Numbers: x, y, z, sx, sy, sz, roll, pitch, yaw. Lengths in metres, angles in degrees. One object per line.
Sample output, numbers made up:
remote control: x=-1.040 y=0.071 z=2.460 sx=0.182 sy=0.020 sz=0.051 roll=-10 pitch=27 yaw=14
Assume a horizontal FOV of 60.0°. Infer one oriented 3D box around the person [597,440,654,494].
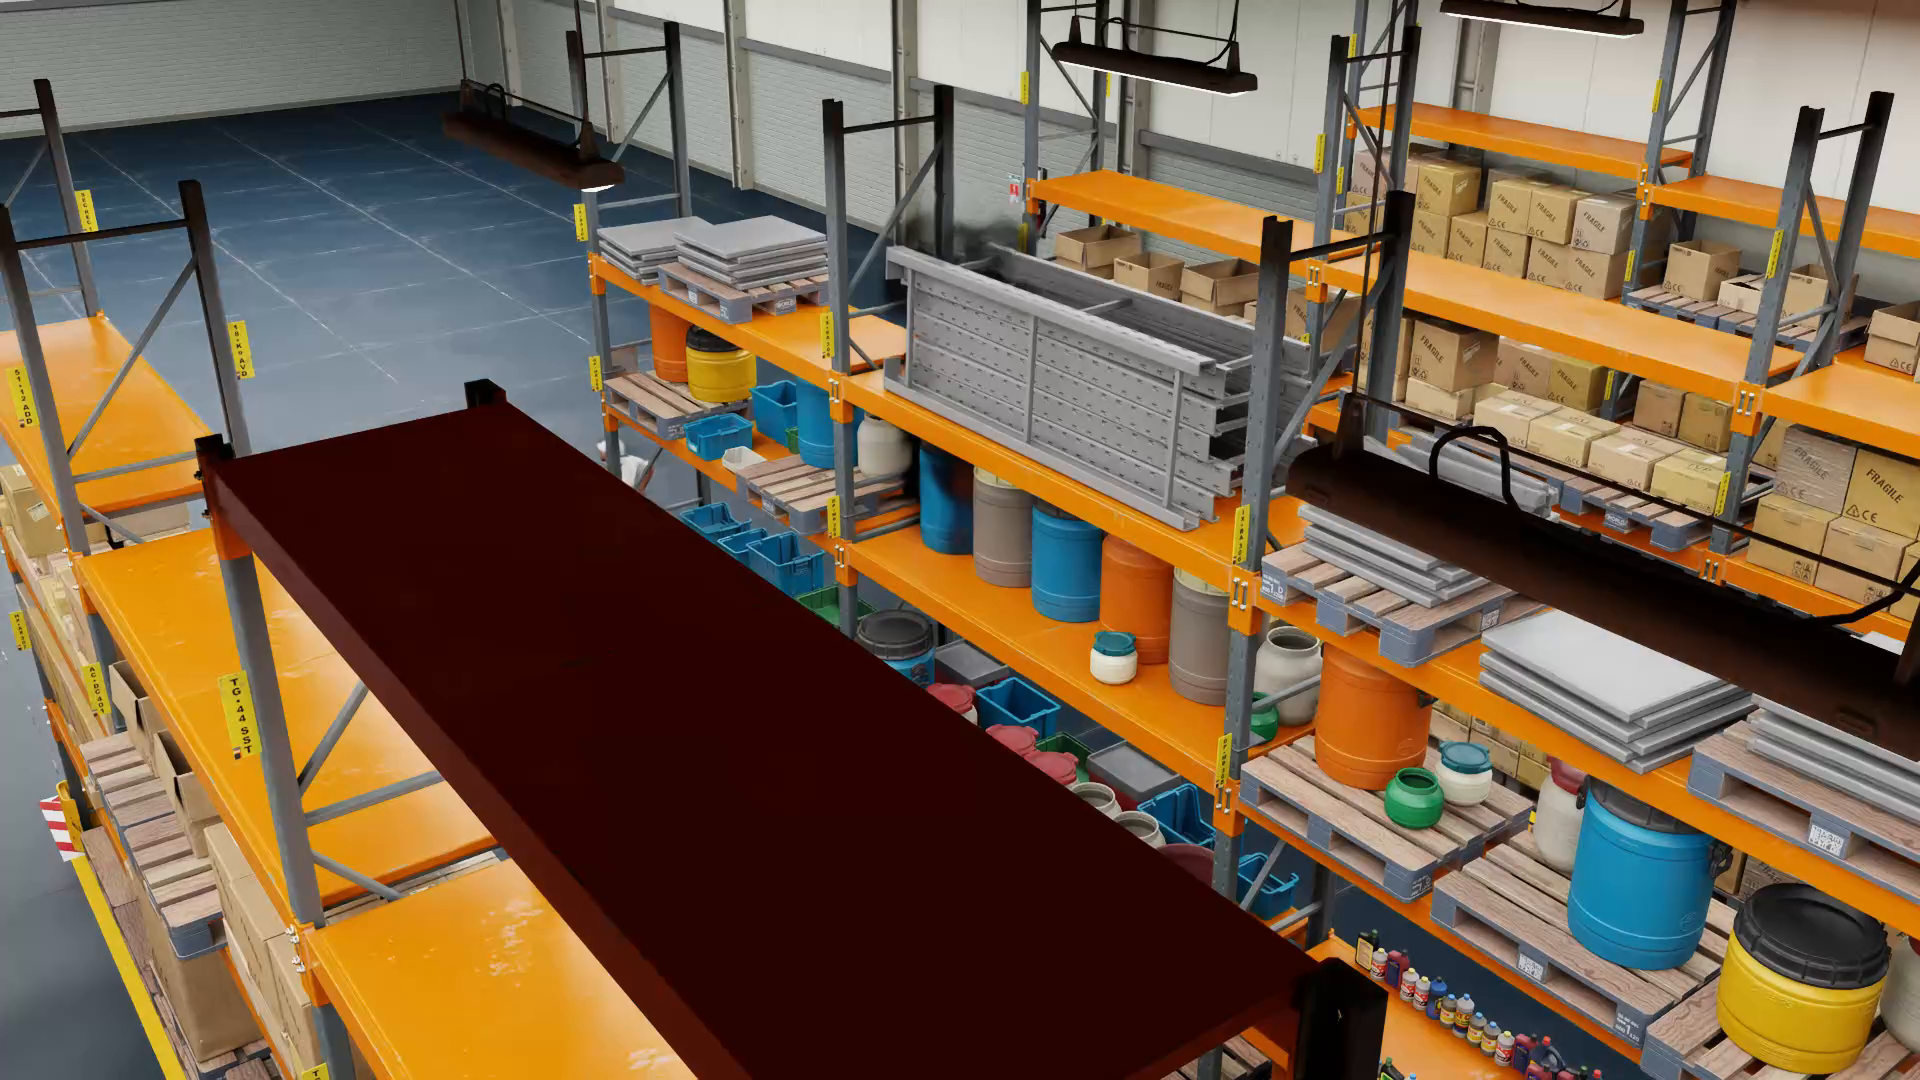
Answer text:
person: x=-3.545 y=-0.261 z=17.454 sx=0.715 sy=1.761 sz=0.690 roll=1 pitch=25 yaw=3
